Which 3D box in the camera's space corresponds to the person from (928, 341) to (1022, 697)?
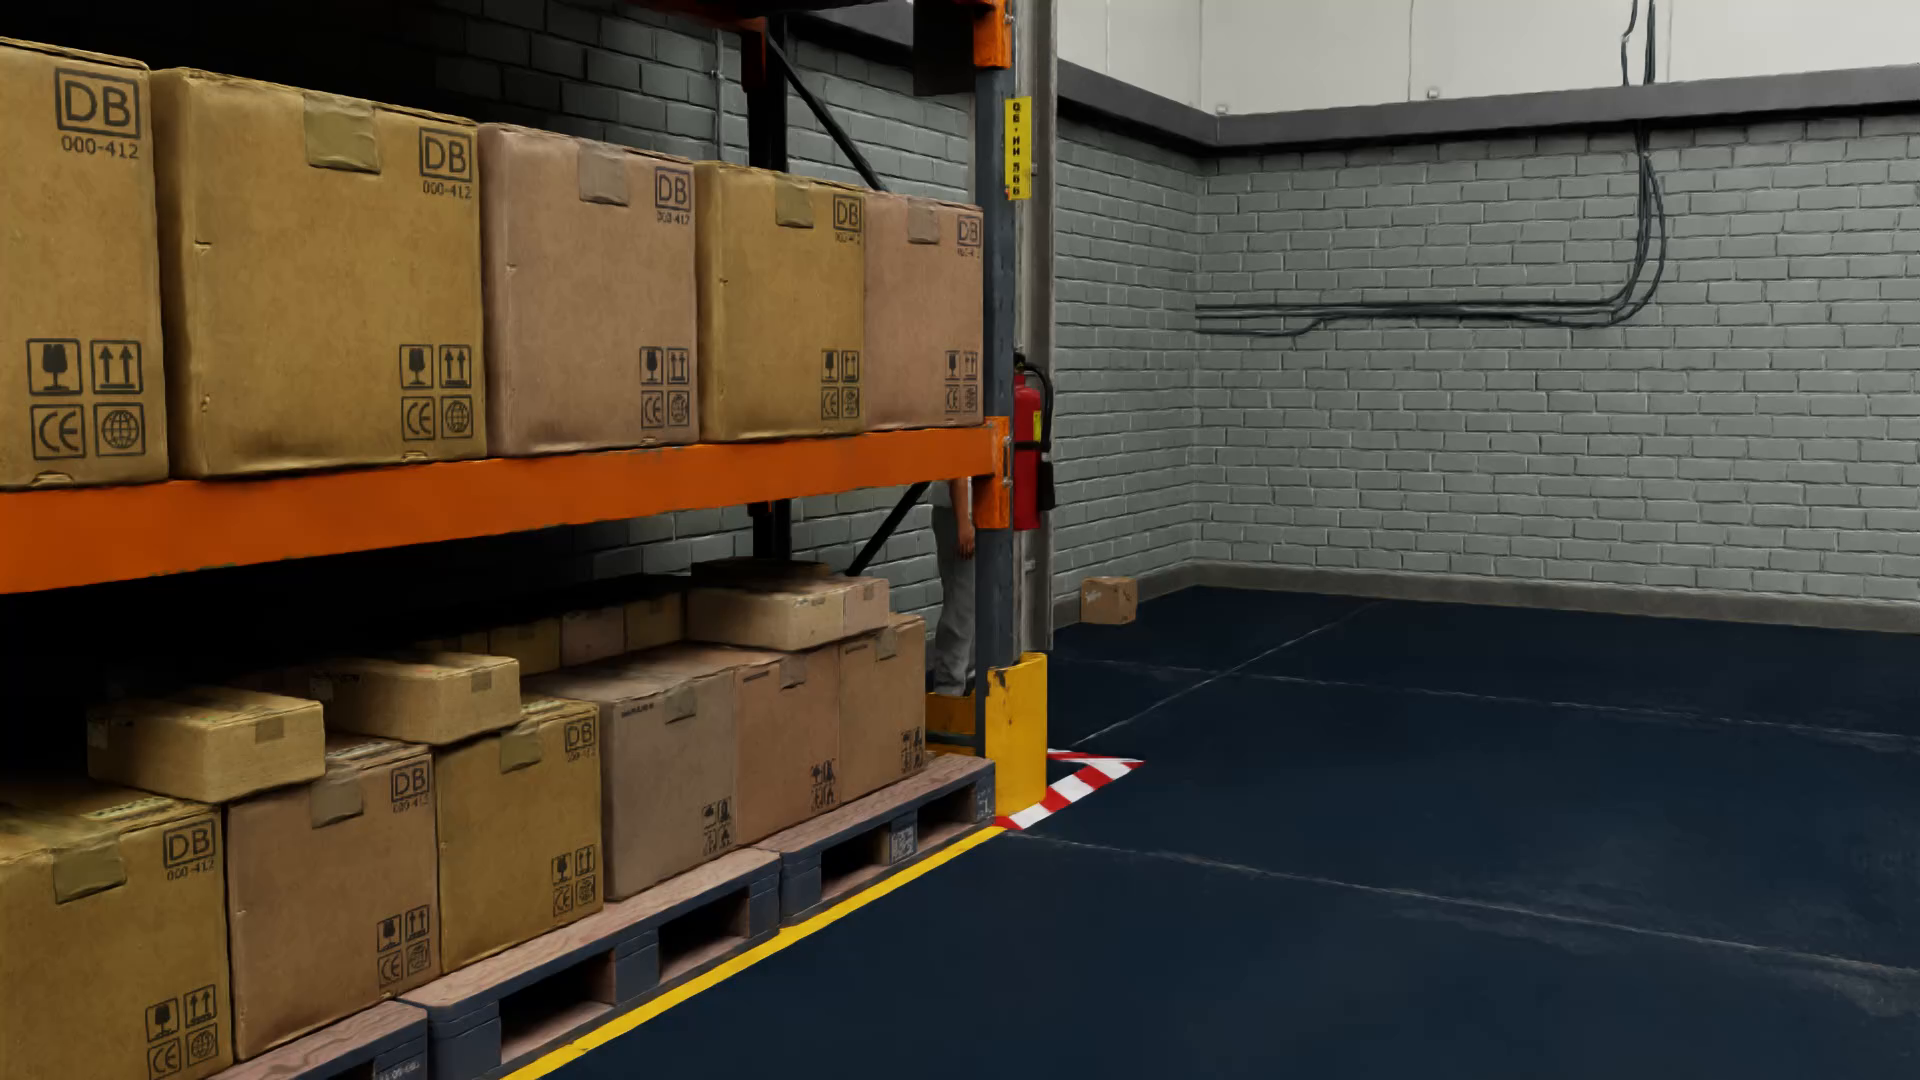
[{"bbox_3d":[0.064,-0.086,6.970,0.386,1.675,0.564,2,6,19],"label":"person"}]
